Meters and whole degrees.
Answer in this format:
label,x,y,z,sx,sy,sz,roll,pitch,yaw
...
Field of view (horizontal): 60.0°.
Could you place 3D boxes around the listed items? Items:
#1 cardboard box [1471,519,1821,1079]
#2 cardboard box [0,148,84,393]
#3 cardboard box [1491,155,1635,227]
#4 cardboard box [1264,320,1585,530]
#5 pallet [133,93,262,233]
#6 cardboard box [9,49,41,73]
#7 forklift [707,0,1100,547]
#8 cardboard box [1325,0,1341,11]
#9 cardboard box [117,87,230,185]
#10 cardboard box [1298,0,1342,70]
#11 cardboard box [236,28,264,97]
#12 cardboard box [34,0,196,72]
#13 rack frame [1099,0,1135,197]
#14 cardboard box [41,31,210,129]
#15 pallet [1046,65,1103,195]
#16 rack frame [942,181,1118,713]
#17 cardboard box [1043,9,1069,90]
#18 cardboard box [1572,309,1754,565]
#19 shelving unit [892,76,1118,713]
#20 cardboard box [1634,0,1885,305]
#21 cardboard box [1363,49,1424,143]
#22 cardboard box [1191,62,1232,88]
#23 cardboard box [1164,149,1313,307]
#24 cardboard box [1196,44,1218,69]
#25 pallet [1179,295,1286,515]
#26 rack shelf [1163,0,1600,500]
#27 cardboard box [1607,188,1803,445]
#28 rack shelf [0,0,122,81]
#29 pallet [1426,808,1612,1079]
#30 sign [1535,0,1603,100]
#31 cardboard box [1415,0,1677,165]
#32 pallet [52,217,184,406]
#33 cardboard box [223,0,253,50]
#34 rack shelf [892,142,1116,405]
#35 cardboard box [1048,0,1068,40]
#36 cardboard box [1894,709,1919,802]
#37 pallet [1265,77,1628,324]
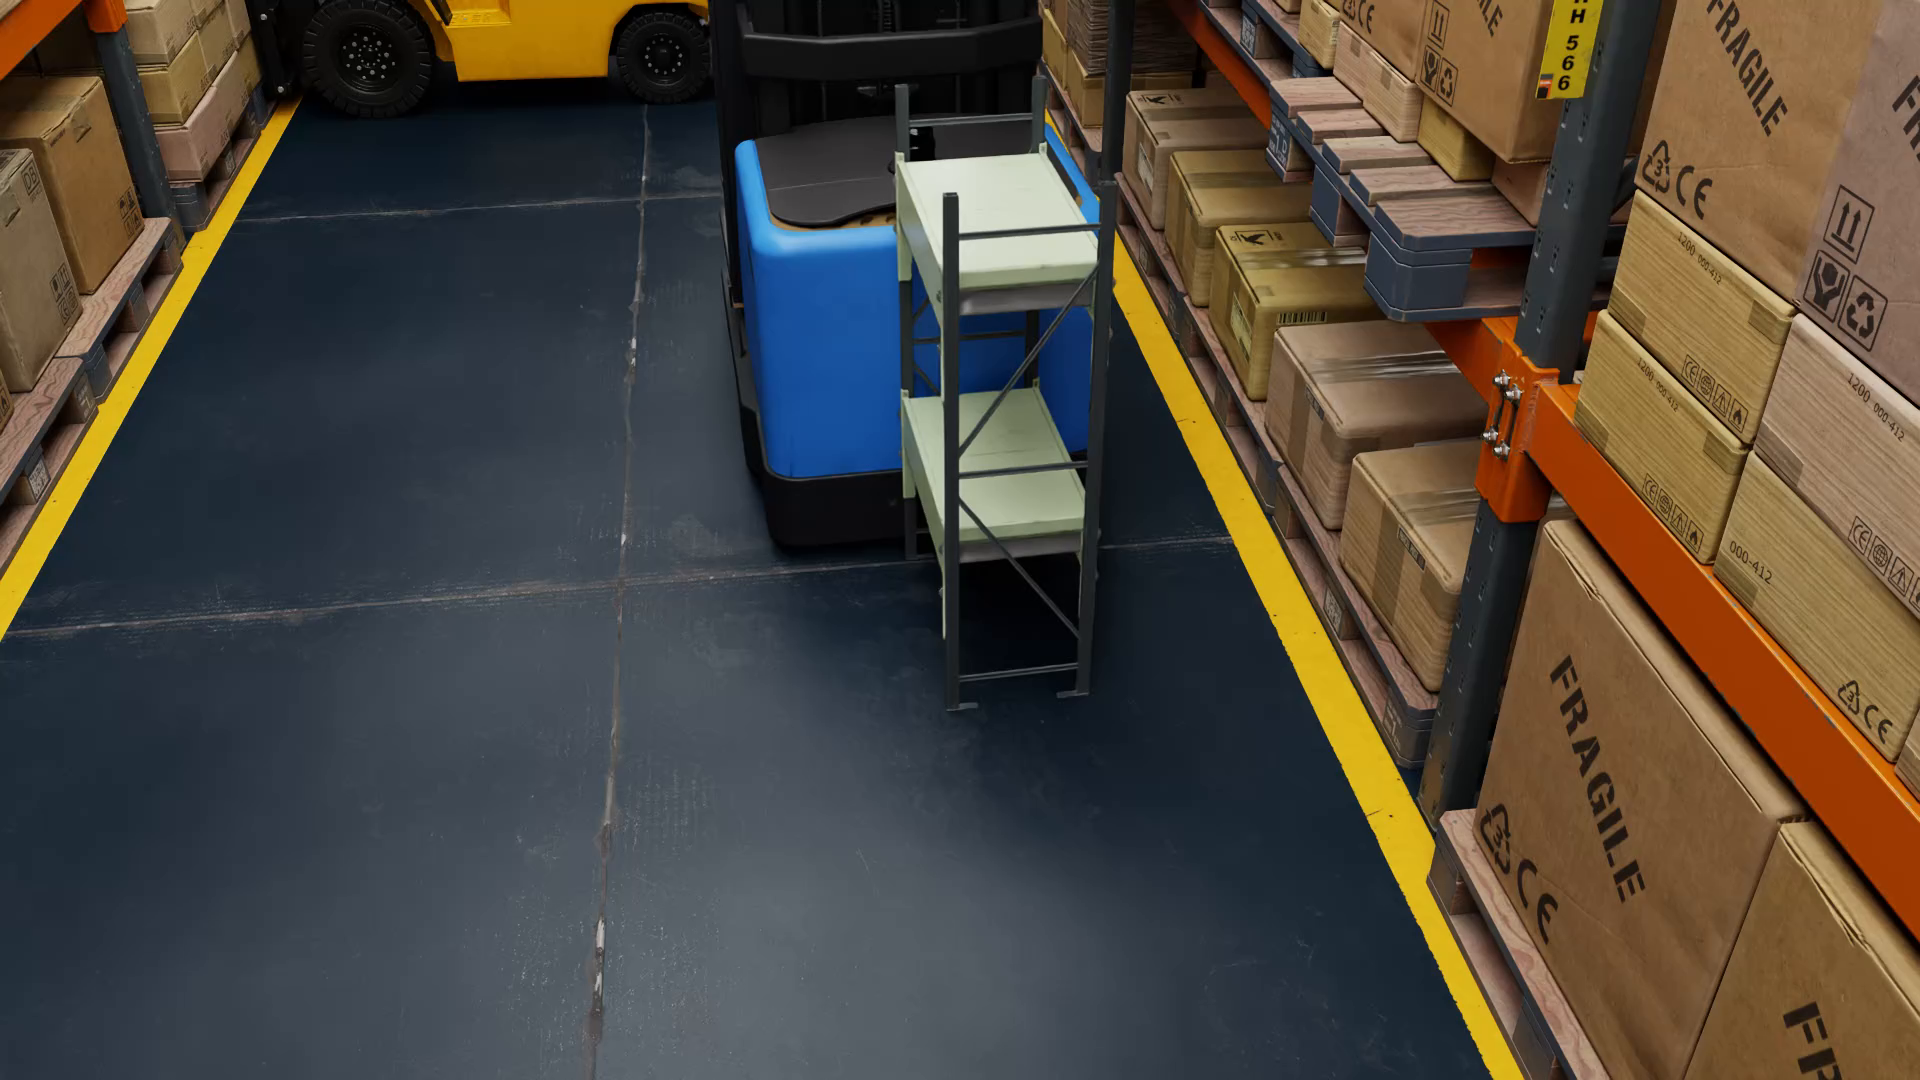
label,x,y,z,sx,sy,sz,roll,pitch,yaw
cardboard box,1.683,0.525,3.329,0.875,0.875,0.875,-5,35,-7
cardboard box,-3.606,-0.893,5.633,0.875,0.625,0.625,-5,35,-7
cardboard box,1.395,-0.806,3.619,0.380,0.149,0.250,-3,34,-5
cardboard box,1.499,-0.386,5.113,0.950,0.372,0.625,-5,35,-7
pallet,-3.849,-1.720,7.586,1.003,0.211,1.213,-4,35,-6
cardboard box,-4.042,-2.135,6.901,0.500,0.250,0.500,-4,34,-5
forklift,-0.328,-2.013,5.601,1.130,2.935,3.031,-6,35,-8
cardboard box,1.186,-1.710,4.370,0.500,0.500,0.500,-7,35,-10
cardboard box,-3.521,-1.757,7.234,0.500,0.250,0.500,-4,34,-6
cardboard box,1.132,-1.381,4.462,0.380,0.149,0.250,-4,34,-6
cardboard box,-3.689,-2.325,8.067,0.500,0.250,0.500,-4,34,-6
cardboard box,-3.538,-2.169,6.950,0.500,0.250,0.500,-5,35,-7
rack frame,1.134,-2.803,6.699,1.000,3.000,0.127,-4,35,-6
cardboard box,-3.543,-1.962,7.090,0.500,0.250,0.500,-5,35,-7
pallet,1.009,-2.023,8.031,1.003,0.211,1.213,-4,35,-6
rack frame,0.159,-0.173,4.172,0.400,1.500,0.023,-6,35,-8
cardboard box,0.707,-2.446,8.245,0.500,0.250,0.500,-5,35,-8
cardboard box,1.489,-0.217,3.037,0.500,0.250,0.500,-5,35,-7
shelving unit,0.094,-0.376,4.469,0.431,1.500,0.755,-6,35,-8
cardboard box,1.496,-0.732,2.683,0.500,0.500,0.500,-5,35,-8
cardboard box,1.209,-1.087,4.031,0.380,0.149,0.250,-5,35,-7
cardboard box,1.322,-2.190,7.869,0.500,0.250,0.500,-6,35,-9
cardboard box,1.307,-1.197,6.304,0.950,0.372,0.625,-2,34,-3
cardboard box,1.322,-2.500,7.657,0.500,0.500,0.500,-3,34,-4
pallet,1.408,-0.534,5.846,1.003,0.211,1.213,-4,35,-6
rack shelf,1.403,-1.390,5.264,1.077,0.370,4.000,-4,35,-6
cardboard box,1.495,-0.414,2.883,0.500,0.250,0.500,-5,35,-7
rack shelf,-3.515,-1.012,4.710,1.077,0.370,4.000,-4,35,-6
pallet,1.703,1.027,3.555,1.003,0.211,1.213,-4,35,-6
sign,1.136,-0.970,3.052,0.100,0.325,0.005,-4,35,-6
cardboard box,1.335,-1.141,3.535,0.500,0.500,0.500,-5,35,-8
pallet,-3.646,-0.864,6.331,1.003,0.211,1.213,-4,35,-6
cardboard box,-3.669,-2.524,7.915,0.500,0.250,0.500,-5,35,-7
rack shelf,0.094,-0.698,4.250,0.431,0.370,0.720,-6,35,-8
cardboard box,0.718,-2.744,8.015,0.500,0.500,0.500,-4,34,-6
cardboard box,1.640,0.362,2.189,0.500,0.250,0.500,-3,34,-5
pallet,1.471,-0.881,4.050,1.213,0.211,1.003,-4,35,-6
